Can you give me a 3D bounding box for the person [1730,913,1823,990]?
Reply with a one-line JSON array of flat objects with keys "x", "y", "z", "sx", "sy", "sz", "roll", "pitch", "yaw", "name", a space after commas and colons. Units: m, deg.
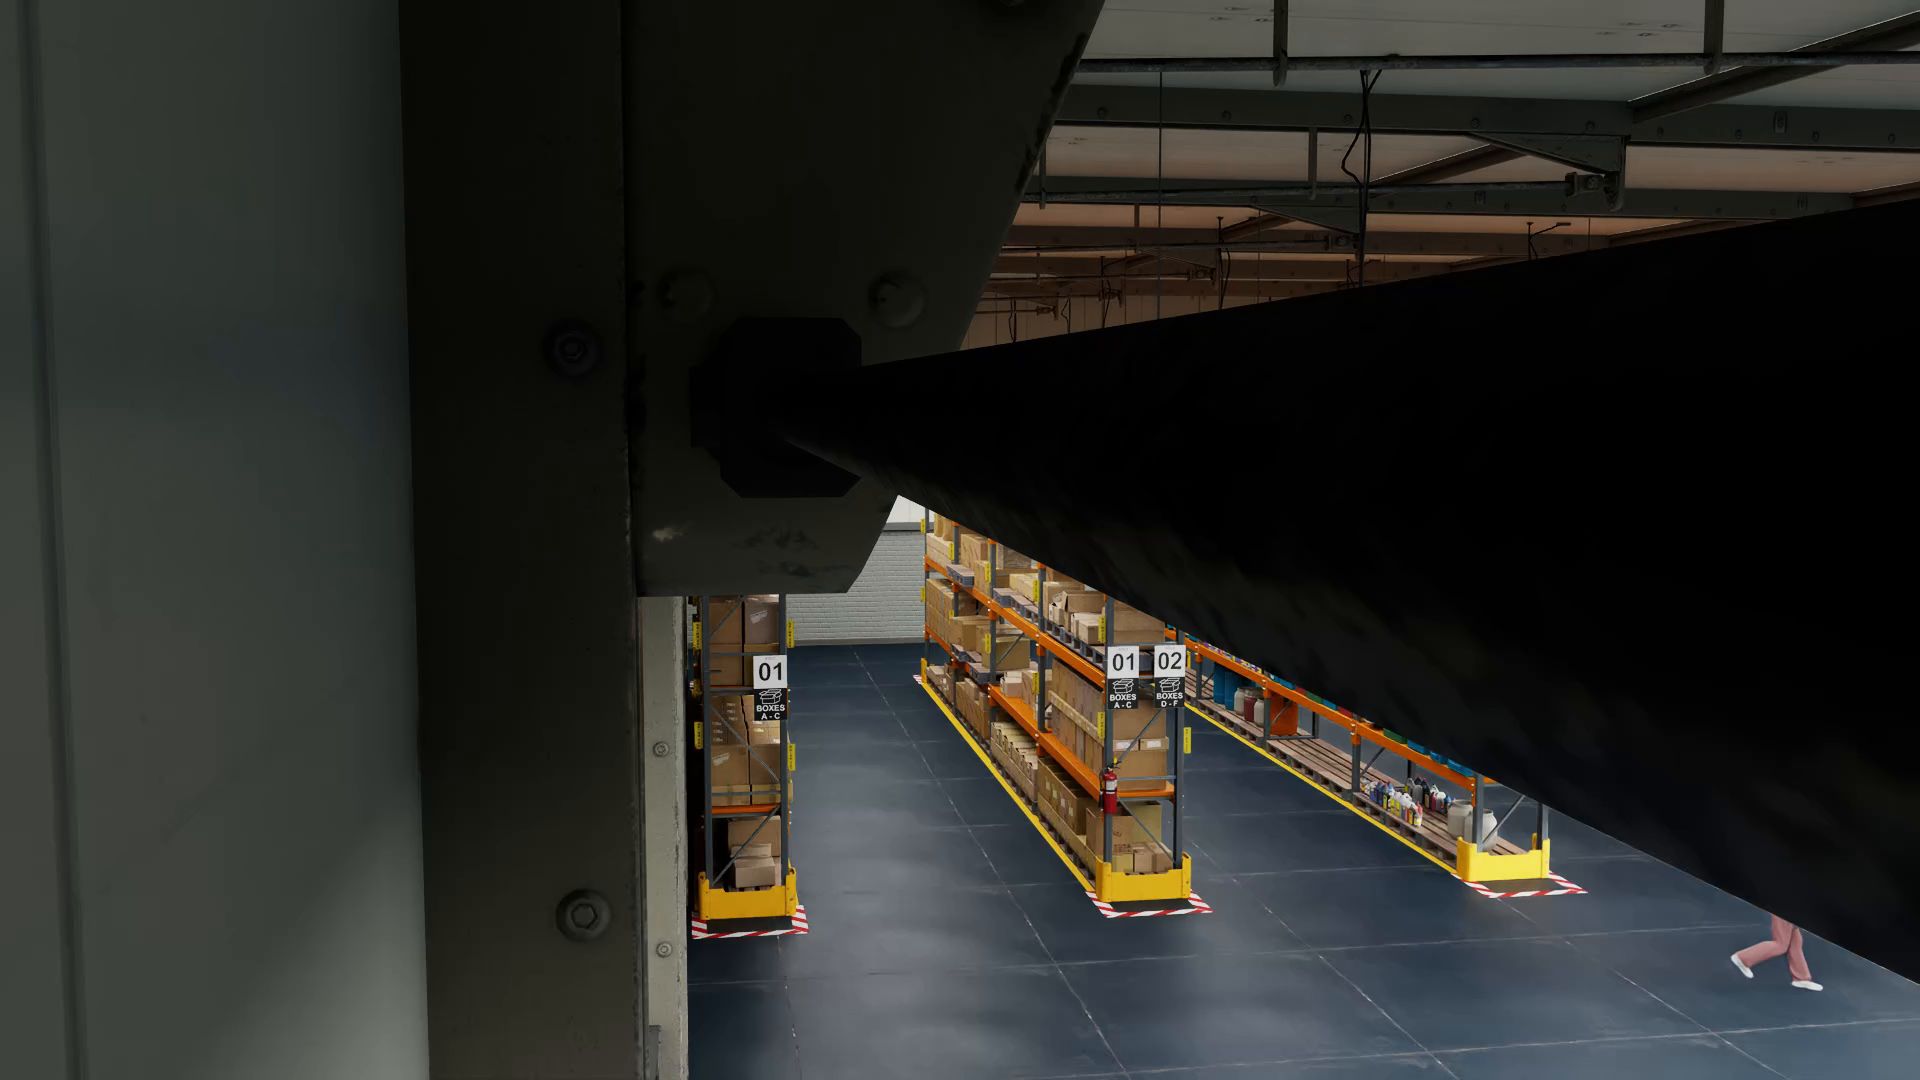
[{"x": 8.685, "y": 3.941, "z": 17.632, "sx": 0.935, "sy": 1.663, "sz": 0.578, "roll": 1, "pitch": 5, "yaw": 12, "name": "person"}]
